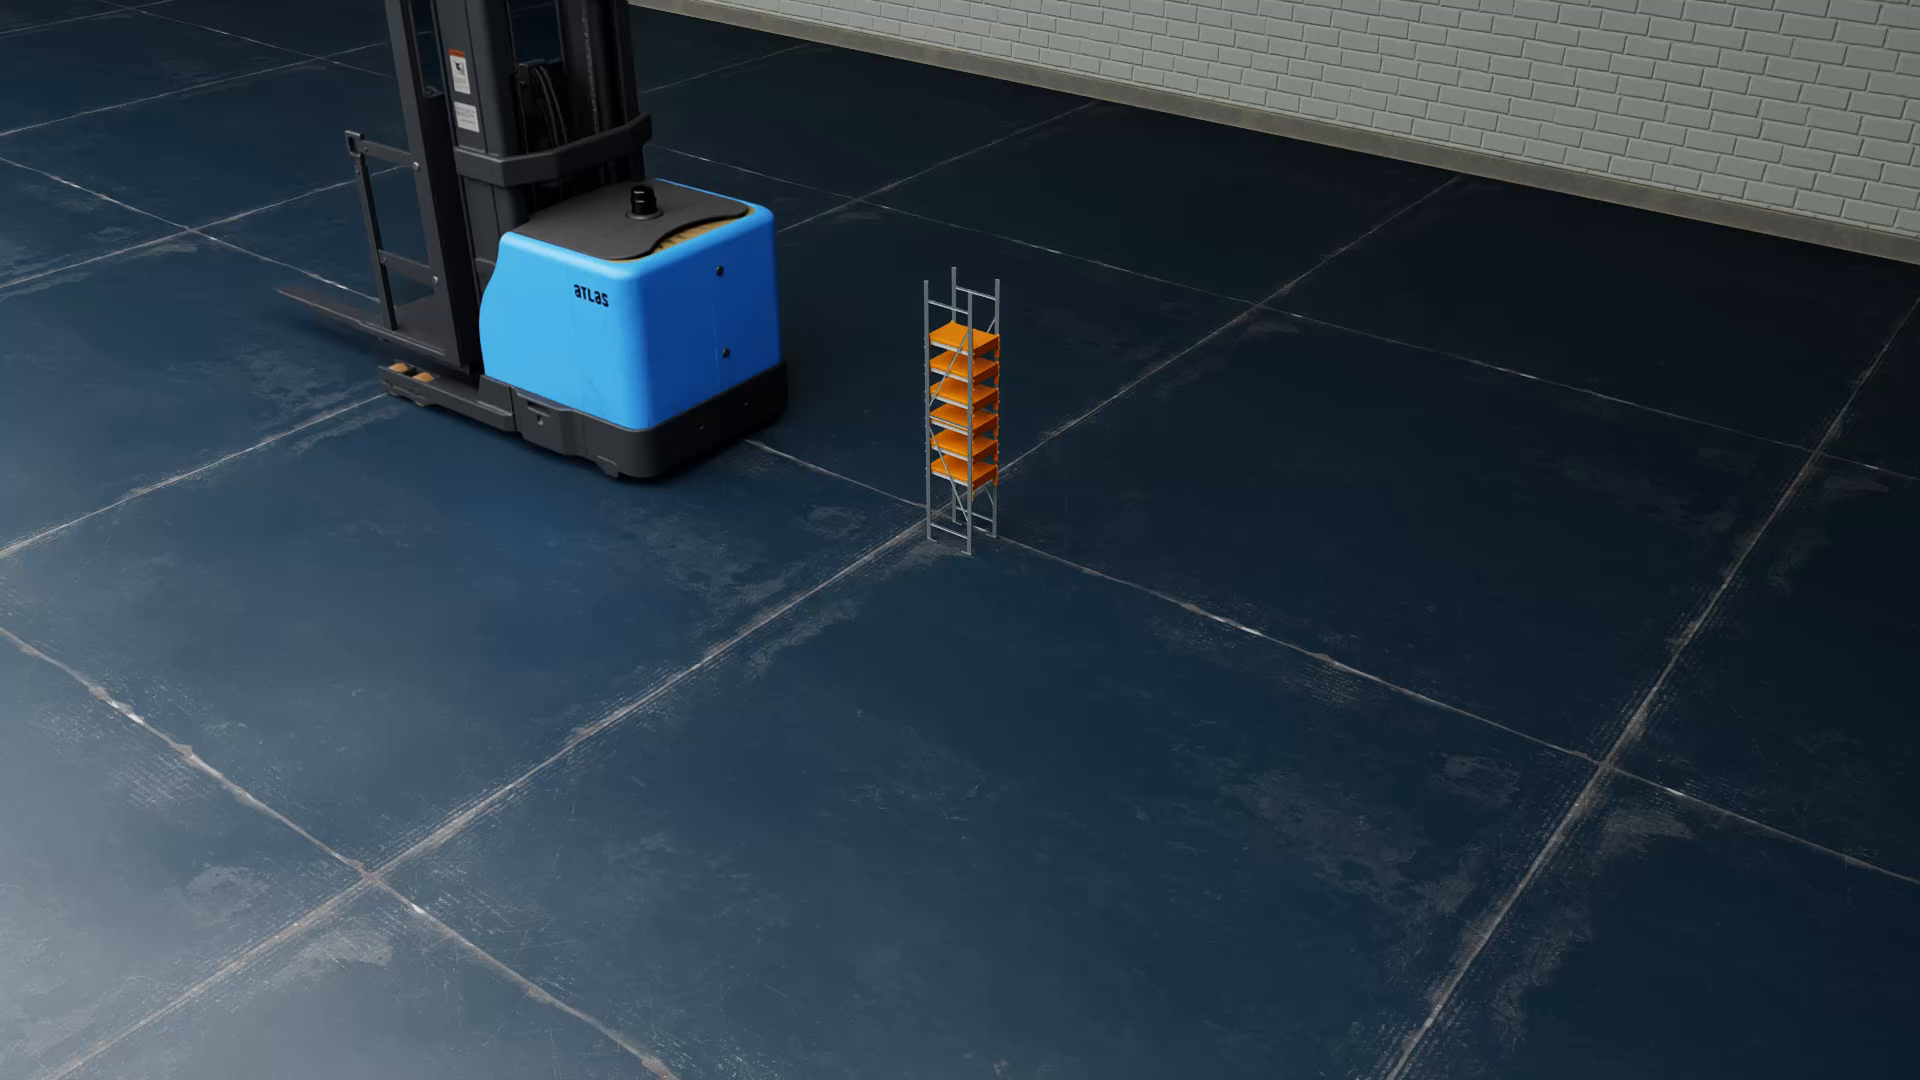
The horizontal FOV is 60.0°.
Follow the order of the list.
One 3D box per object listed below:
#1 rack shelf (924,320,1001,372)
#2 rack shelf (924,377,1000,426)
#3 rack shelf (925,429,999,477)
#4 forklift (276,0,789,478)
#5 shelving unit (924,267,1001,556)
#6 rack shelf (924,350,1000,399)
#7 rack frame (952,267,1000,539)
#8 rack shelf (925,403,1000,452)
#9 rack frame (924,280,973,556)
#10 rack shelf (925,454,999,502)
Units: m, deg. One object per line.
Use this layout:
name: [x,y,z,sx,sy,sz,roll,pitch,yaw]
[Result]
rack shelf: [0.009,-0.794,6.793,0.258,0.103,0.180,21,37,31]
rack shelf: [0.009,-0.587,6.915,0.258,0.103,0.180,21,37,31]
rack shelf: [0.009,-0.381,7.038,0.258,0.103,0.180,21,37,31]
forklift: [-2.341,-2.131,7.971,3.031,2.935,1.130,20,36,30]
shelving unit: [0.009,-0.522,6.954,0.258,1.200,0.189,21,37,31]
rack shelf: [0.009,-0.690,6.854,0.258,0.103,0.180,21,37,31]
rack frame: [0.064,-0.559,7.017,0.240,1.200,0.006,21,37,31]
rack shelf: [0.009,-0.484,6.977,0.258,0.103,0.180,21,37,31]
rack frame: [-0.047,-0.485,6.891,0.240,1.200,0.006,21,37,31]
rack shelf: [0.009,-0.277,7.099,0.258,0.103,0.180,21,37,31]
